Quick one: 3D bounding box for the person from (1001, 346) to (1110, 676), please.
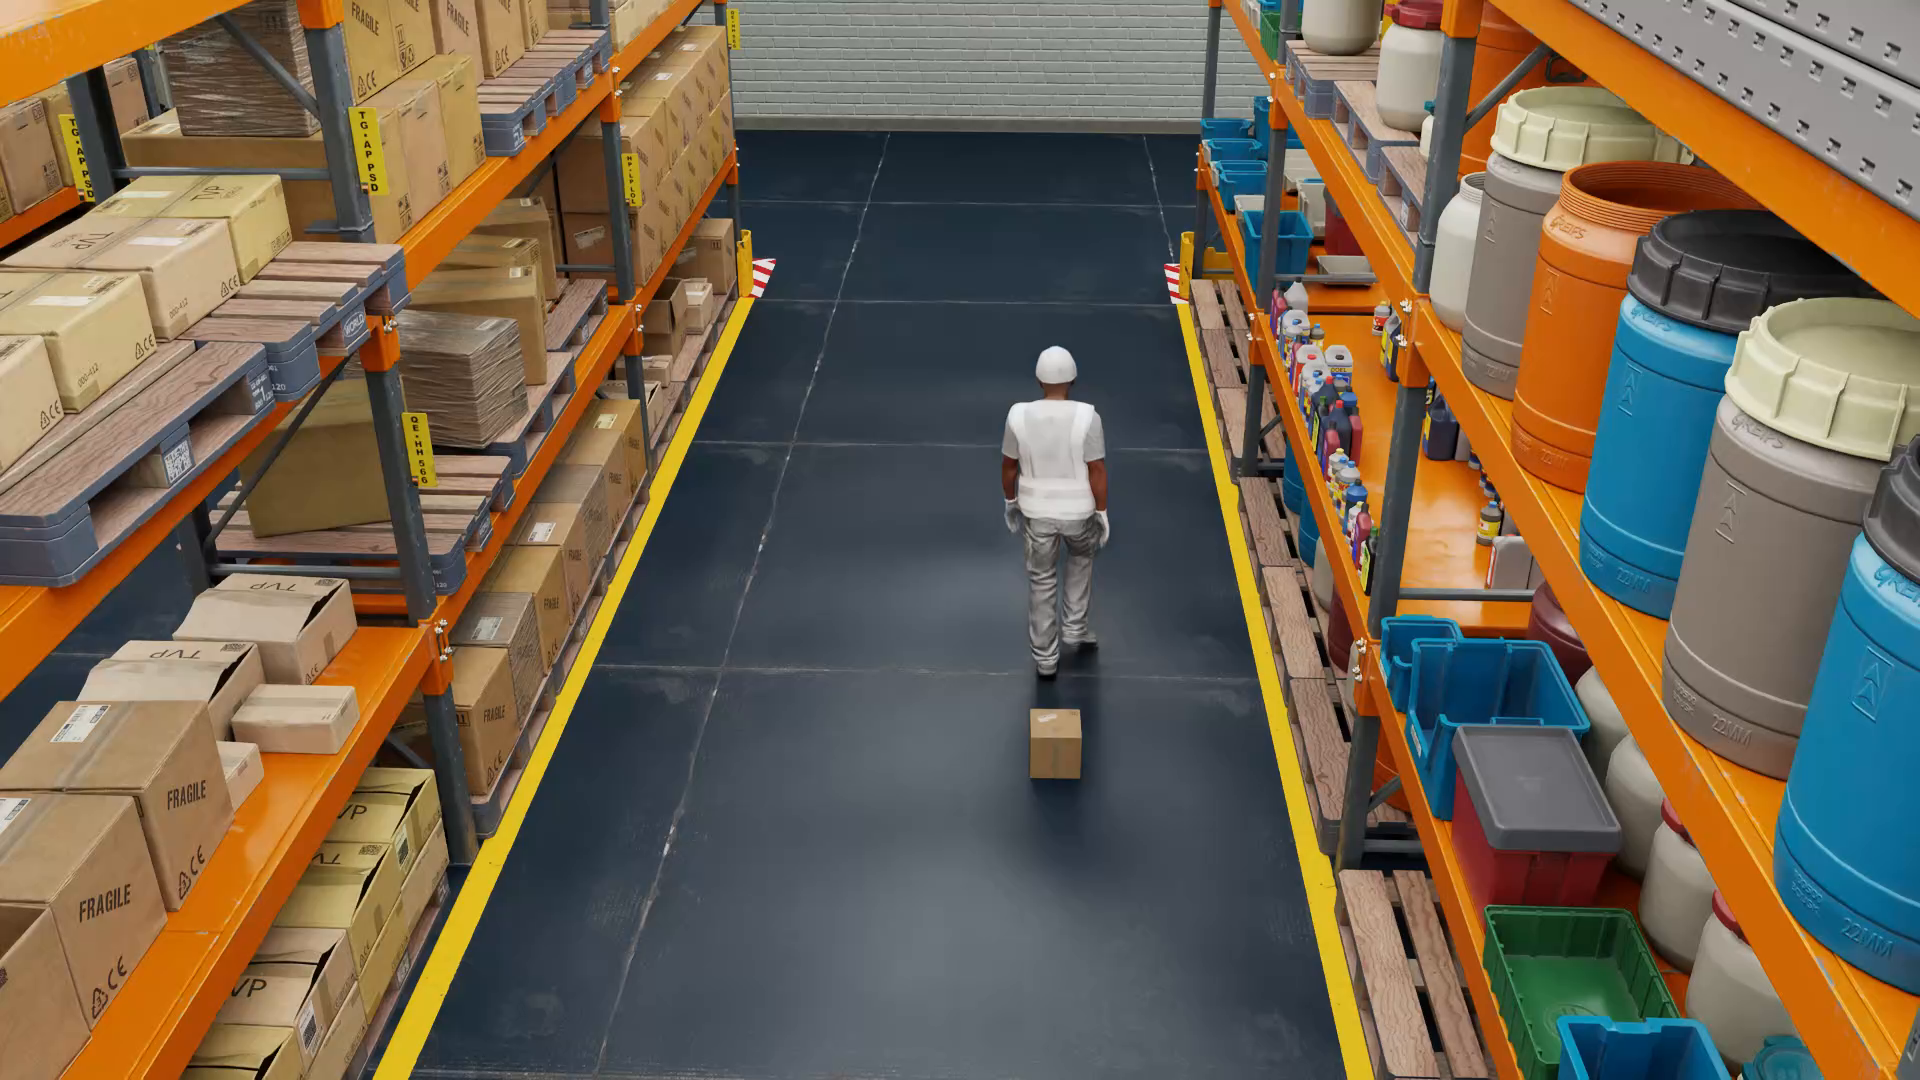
[{"bbox_3d":[0.506,-0.142,8.864,0.592,1.794,0.537,3,28,6],"label":"person"}]
